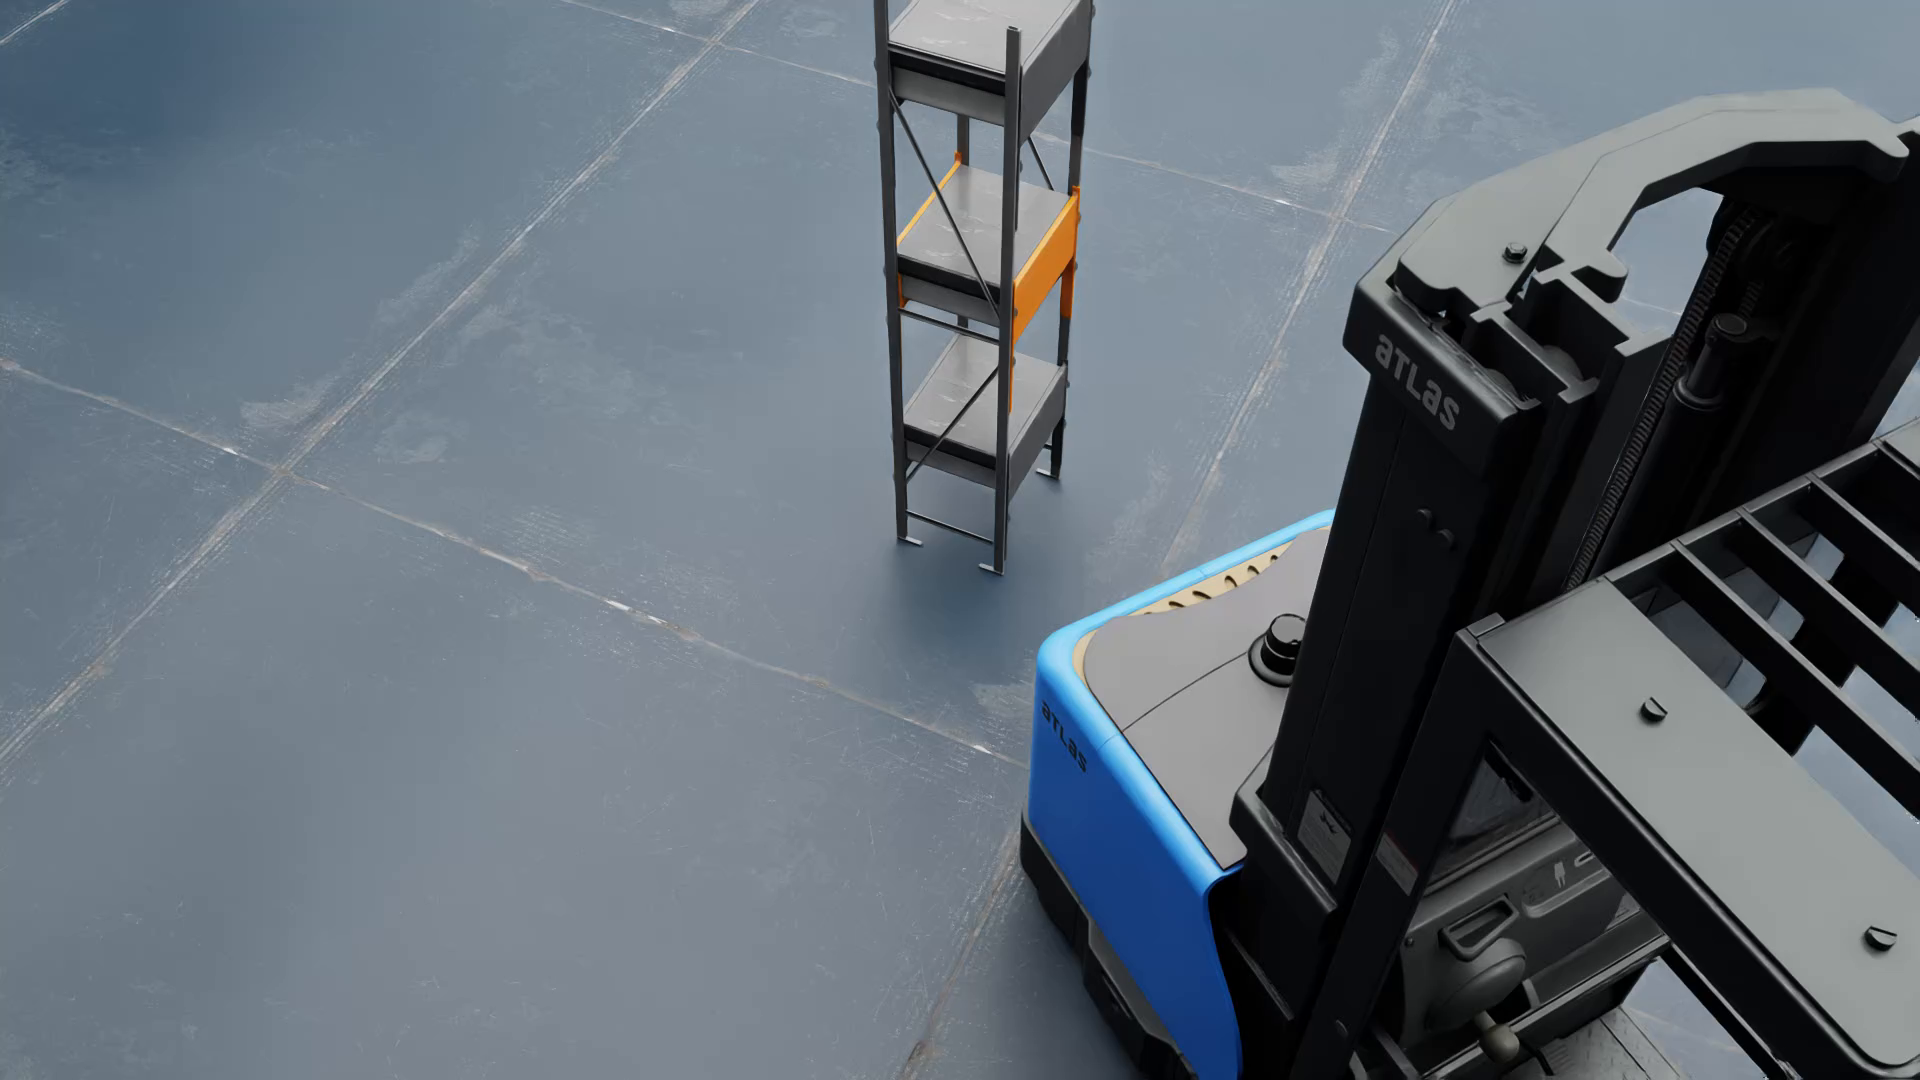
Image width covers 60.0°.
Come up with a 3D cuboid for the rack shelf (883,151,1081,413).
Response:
[{"bbox_3d":[0.071,-0.786,5.058,0.431,0.518,0.480,20,52,16],"label":"rack shelf"}]

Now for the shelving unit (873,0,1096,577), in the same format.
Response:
[{"bbox_3d":[0.071,-0.794,5.047,0.431,2.100,0.503,20,52,16],"label":"shelving unit"}]

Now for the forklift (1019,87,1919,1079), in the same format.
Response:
[{"bbox_3d":[1.328,0.802,3.143,1.130,2.935,3.031,-23,53,-18],"label":"forklift"}]

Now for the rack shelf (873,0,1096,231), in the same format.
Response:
[{"bbox_3d":[0.071,-1.239,4.525,0.431,0.518,0.480,20,52,16],"label":"rack shelf"}]

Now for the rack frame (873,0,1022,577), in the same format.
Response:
[{"bbox_3d":[-0.034,-0.626,4.904,0.400,2.100,0.015,20,52,16],"label":"rack frame"}]

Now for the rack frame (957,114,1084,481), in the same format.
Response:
[{"bbox_3d":[0.175,-0.962,5.190,0.400,2.100,0.015,20,52,16],"label":"rack frame"}]

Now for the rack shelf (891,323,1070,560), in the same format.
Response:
[{"bbox_3d":[0.071,-0.332,5.591,0.431,0.518,0.480,20,52,16],"label":"rack shelf"}]
